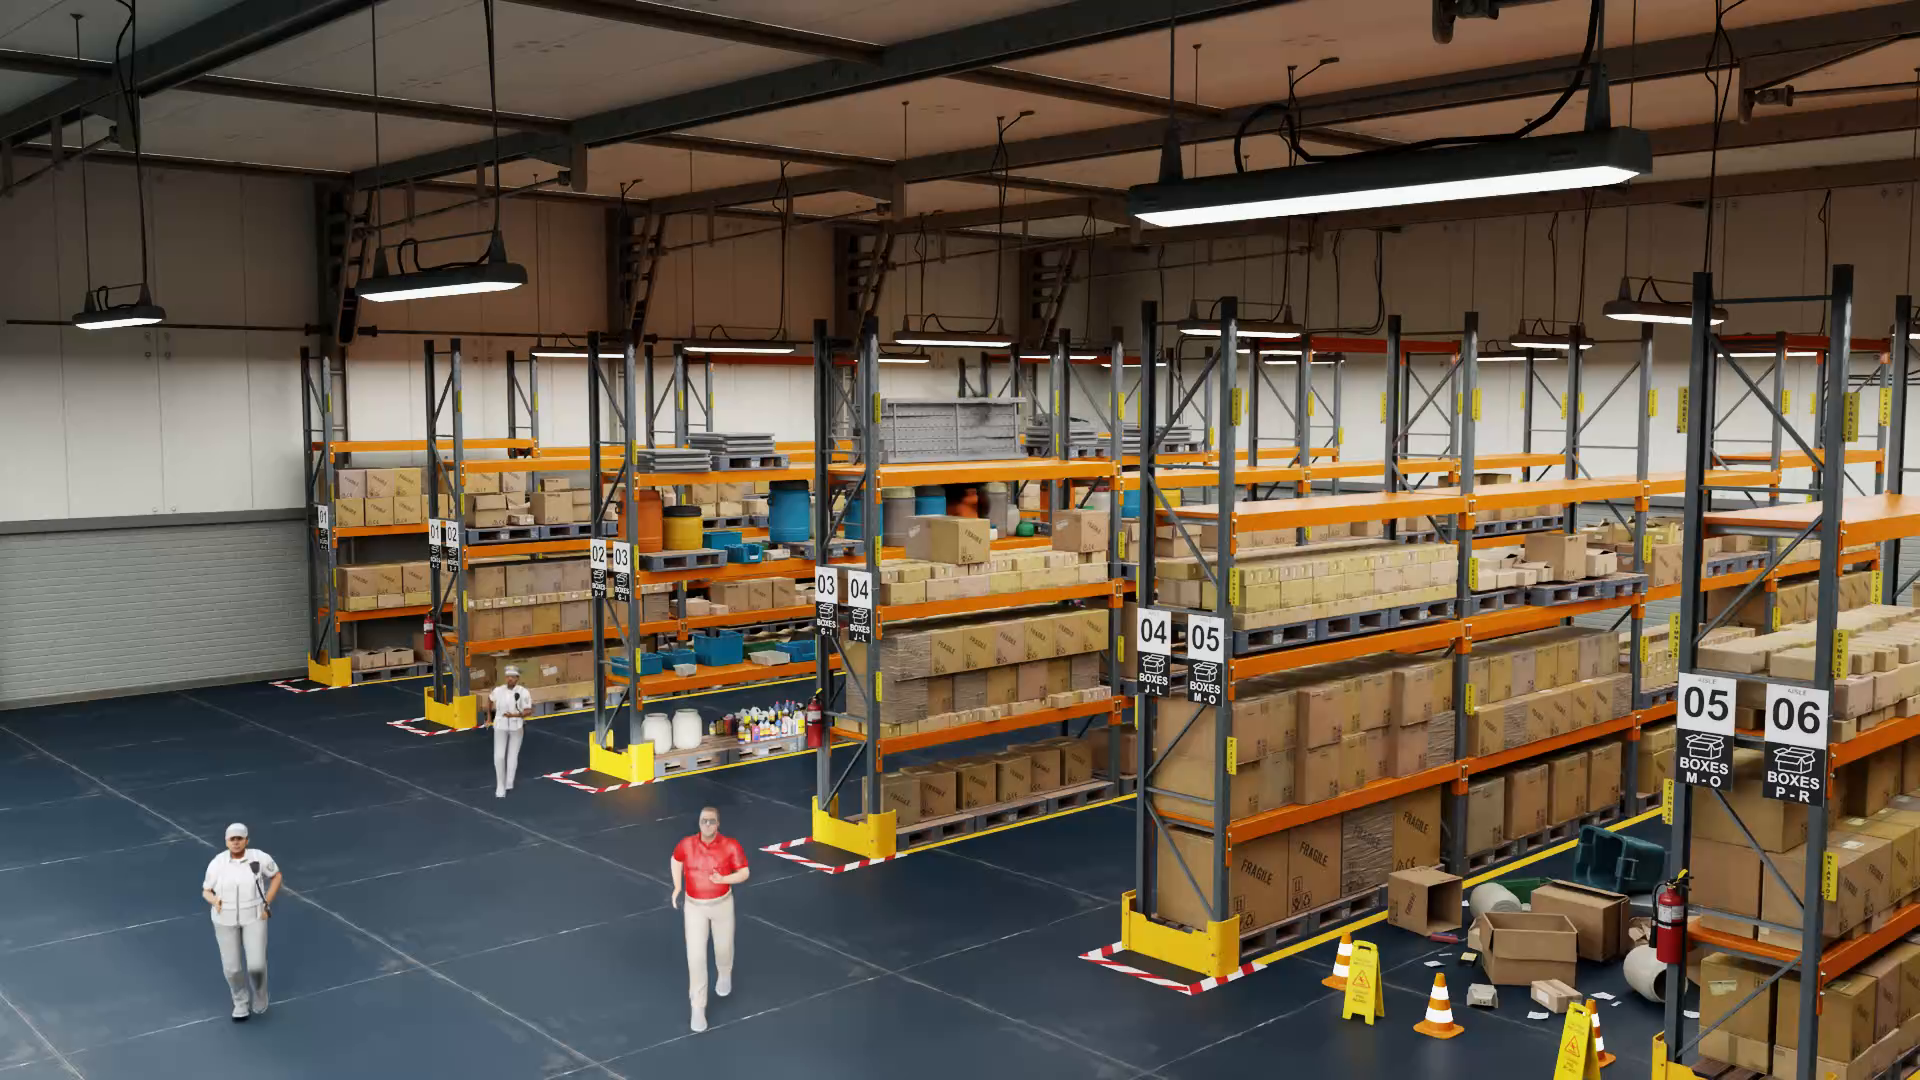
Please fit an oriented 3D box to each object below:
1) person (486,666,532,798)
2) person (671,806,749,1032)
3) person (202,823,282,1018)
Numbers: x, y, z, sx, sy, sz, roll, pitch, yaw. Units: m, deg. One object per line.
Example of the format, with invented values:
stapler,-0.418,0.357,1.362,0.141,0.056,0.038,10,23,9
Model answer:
person,-5.803,2.457,21.407,0.573,1.716,0.652,-1,5,-13
person,-2.080,3.070,13.818,0.661,1.722,0.983,0,5,-5
person,-5.903,3.144,13.663,0.592,1.627,0.559,-2,5,-17
